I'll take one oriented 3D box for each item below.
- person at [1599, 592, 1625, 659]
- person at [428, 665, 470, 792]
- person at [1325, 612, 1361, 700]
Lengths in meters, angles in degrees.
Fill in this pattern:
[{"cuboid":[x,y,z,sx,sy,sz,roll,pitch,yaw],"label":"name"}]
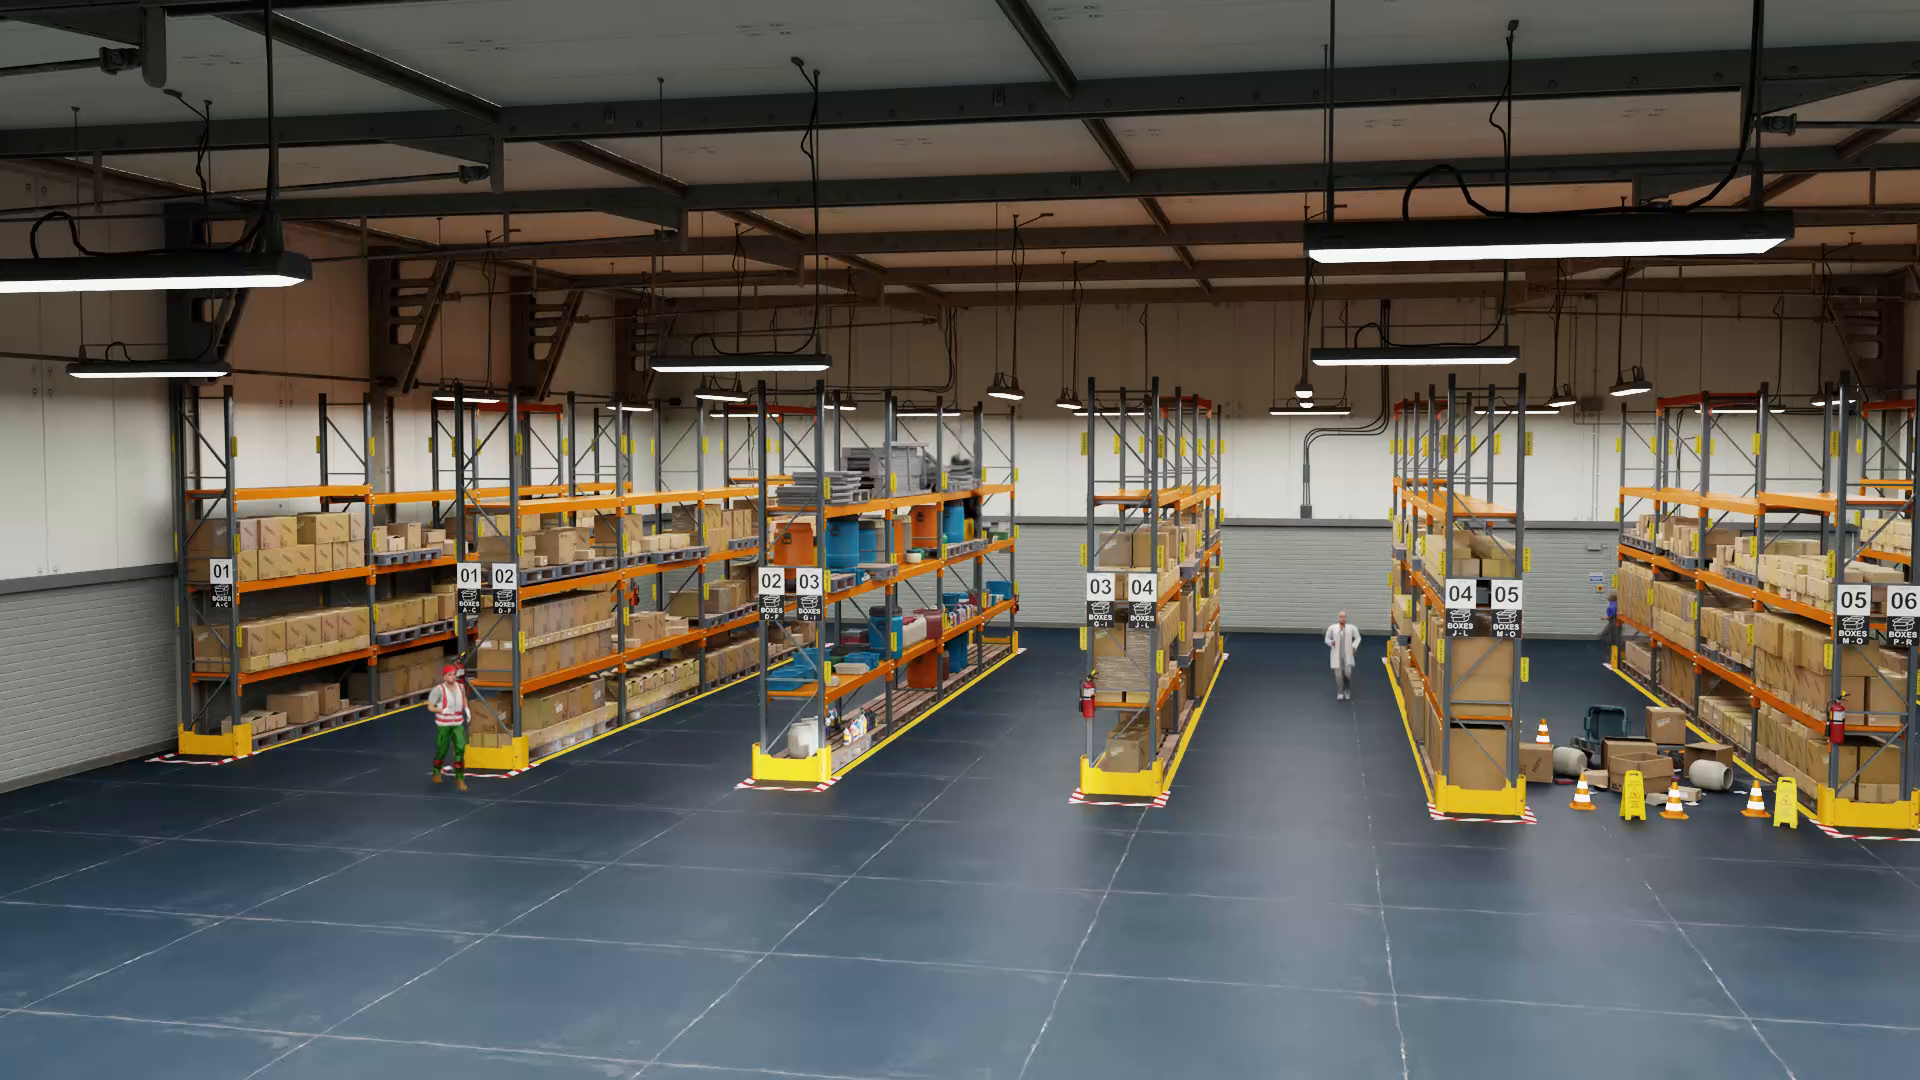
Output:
[{"cuboid":[15.287,2.016,38.887,0.667,1.623,0.585,2,4,27],"label":"person"},{"cuboid":[-7.493,2.744,24.400,0.681,1.847,0.803,-3,4,-40],"label":"person"},{"cuboid":[7.531,2.292,32.738,0.697,1.747,0.646,1,3,13],"label":"person"}]
